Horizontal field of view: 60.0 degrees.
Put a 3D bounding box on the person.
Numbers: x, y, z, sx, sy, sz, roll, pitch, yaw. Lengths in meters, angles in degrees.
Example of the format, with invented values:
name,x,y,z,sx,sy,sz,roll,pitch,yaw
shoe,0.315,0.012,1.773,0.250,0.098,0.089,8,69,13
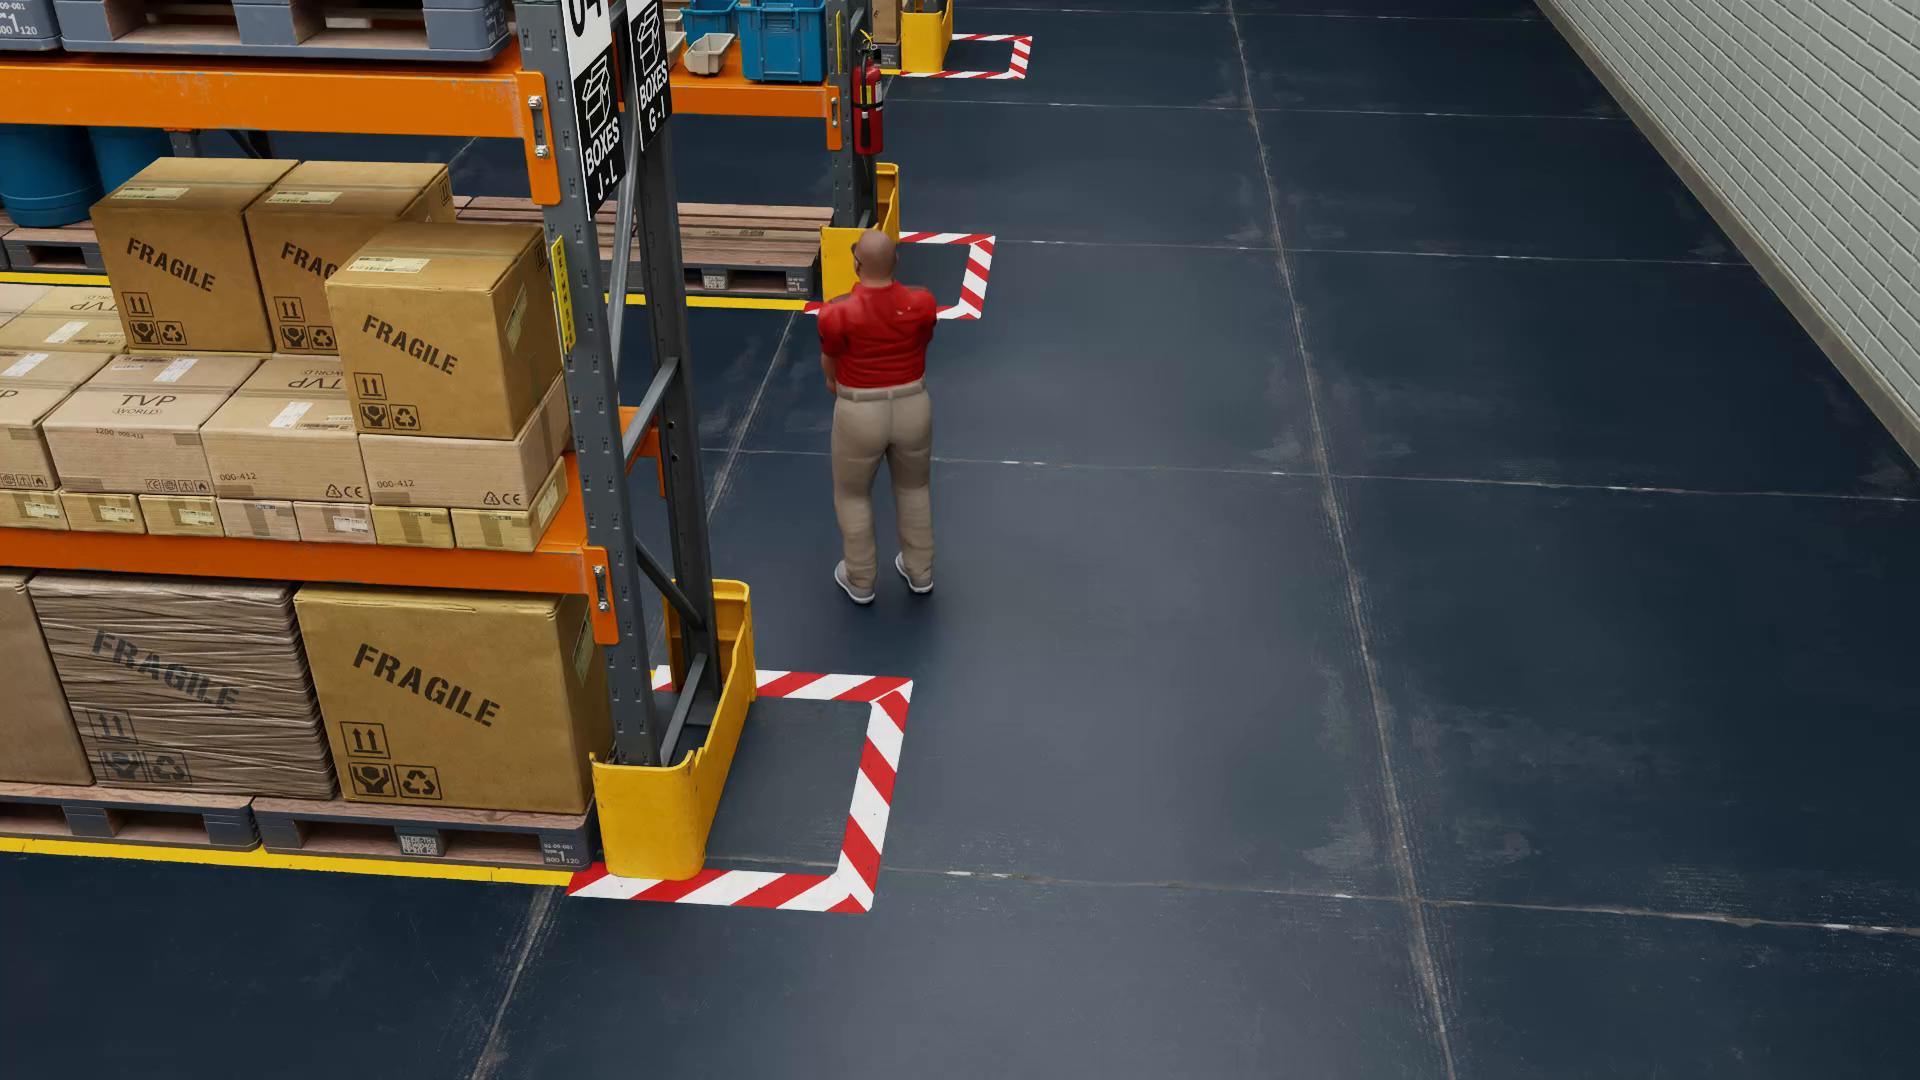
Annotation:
name,x,y,z,sx,sy,sz,roll,pitch,yaw
person,-0.371,-0.560,7.066,0.494,1.712,0.530,-10,33,-15
